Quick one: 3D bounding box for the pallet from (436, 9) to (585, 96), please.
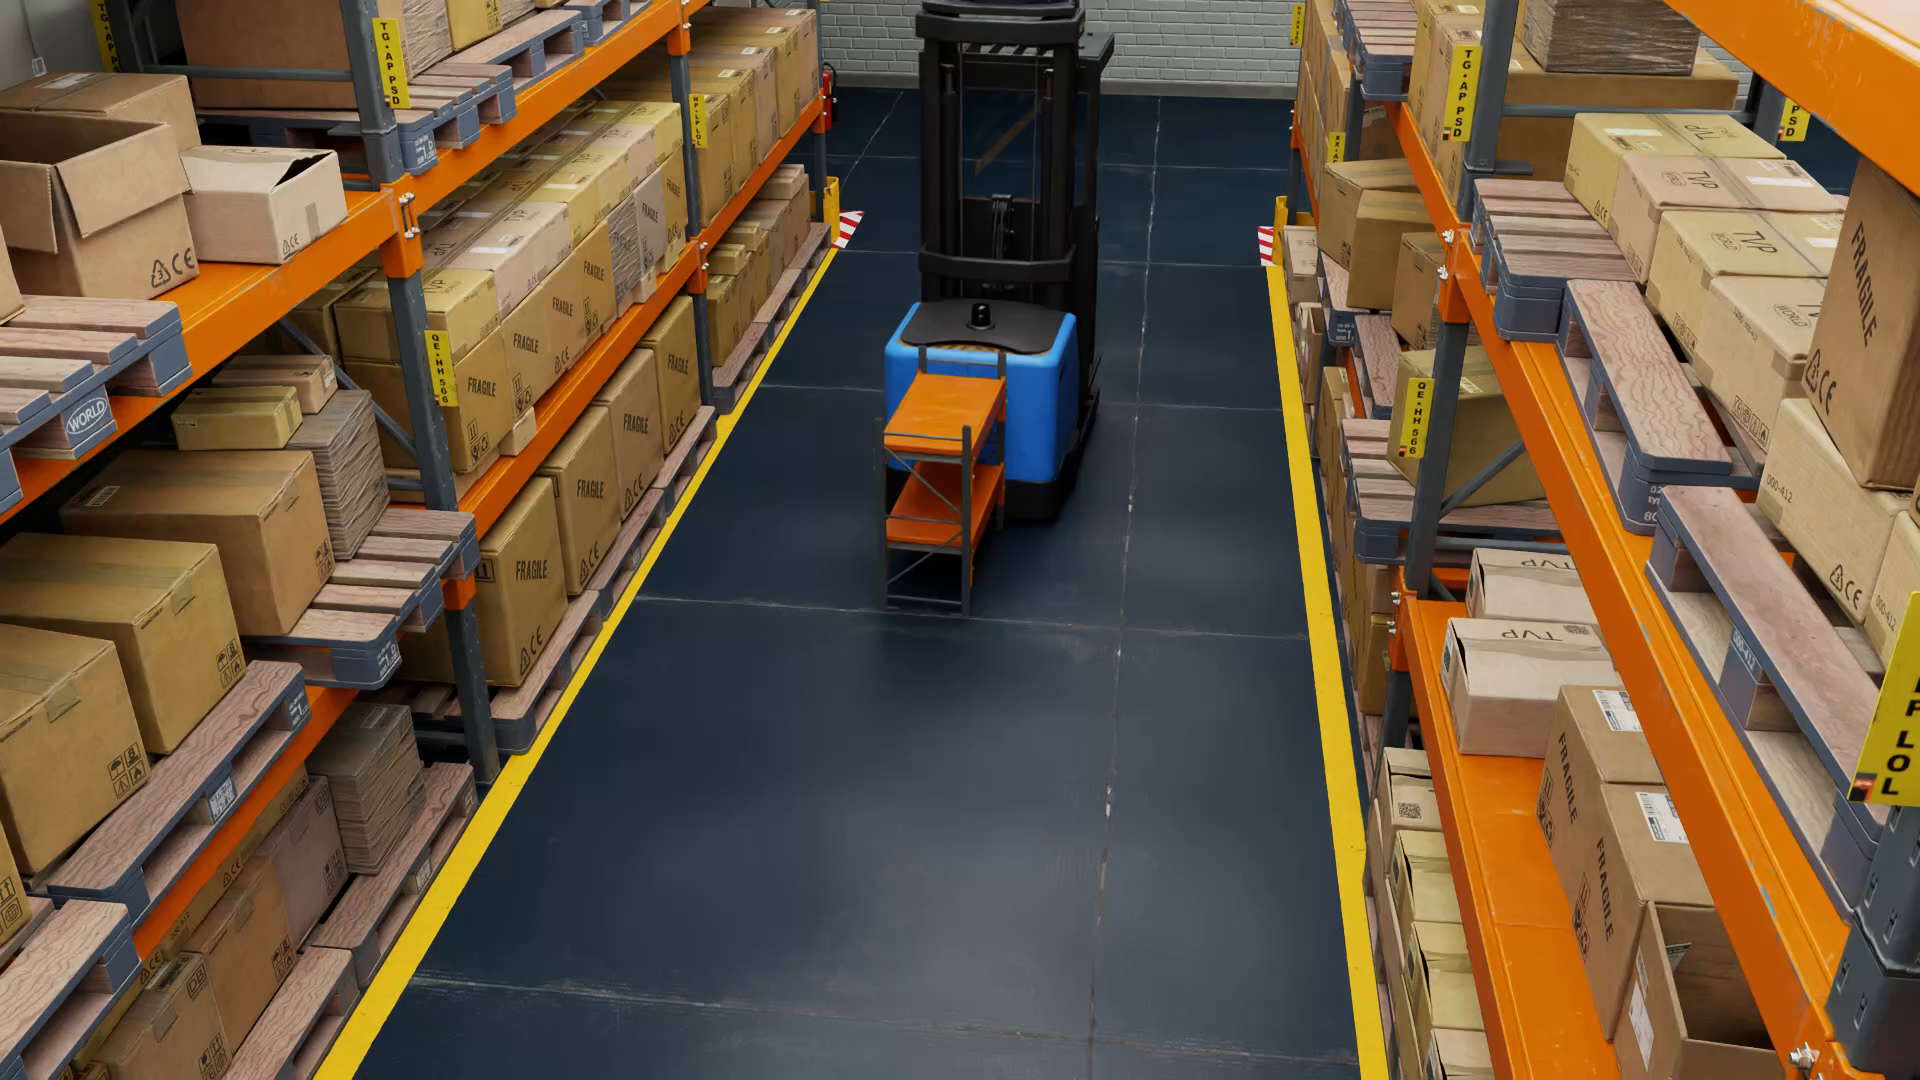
[{"bbox_3d":[-2.483,-2.315,7.920,1.003,0.211,1.213,5,29,9],"label":"pallet"}]

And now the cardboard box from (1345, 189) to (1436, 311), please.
[{"bbox_3d":[2.462,-1.533,8.884,0.700,0.500,0.500,8,29,14],"label":"cardboard box"}]

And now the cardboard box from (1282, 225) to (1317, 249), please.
[{"bbox_3d":[2.861,-2.486,13.743,0.380,0.149,0.250,3,28,6],"label":"cardboard box"}]

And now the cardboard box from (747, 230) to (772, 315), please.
[{"bbox_3d":[-1.830,-2.036,12.559,0.700,0.500,0.500,4,29,7],"label":"cardboard box"}]

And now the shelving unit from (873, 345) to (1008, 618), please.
[{"bbox_3d":[-0.090,-0.341,9.196,0.538,1.125,1.048,6,29,10],"label":"shelving unit"}]

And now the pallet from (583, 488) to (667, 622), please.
[{"bbox_3d":[-2.320,0.044,9.446,1.003,0.211,1.213,3,28,6],"label":"pallet"}]

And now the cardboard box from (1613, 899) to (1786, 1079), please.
[{"bbox_3d":[1.958,1.272,4.121,0.500,0.500,0.500,5,29,10],"label":"cardboard box"}]

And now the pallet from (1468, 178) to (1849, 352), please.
[{"bbox_3d":[2.279,-0.871,5.241,1.213,0.211,1.003,5,29,9],"label":"pallet"}]

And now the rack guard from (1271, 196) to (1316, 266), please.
[{"bbox_3d":[3.245,-2.588,14.027,1.175,0.500,0.348,3,28,6],"label":"rack guard"}]

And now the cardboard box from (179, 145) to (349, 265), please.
[{"bbox_3d":[-2.463,-1.180,5.688,0.500,0.311,0.500,3,28,6],"label":"cardboard box"}]

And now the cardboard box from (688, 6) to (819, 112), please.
[{"bbox_3d":[-1.716,-3.902,13.513,0.980,0.700,0.700,5,29,9],"label":"cardboard box"}]

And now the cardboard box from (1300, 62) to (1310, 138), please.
[{"bbox_3d":[2.880,-3.332,12.666,0.500,0.500,0.500,3,28,6],"label":"cardboard box"}]

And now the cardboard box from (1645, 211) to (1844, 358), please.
[{"bbox_3d":[2.146,-0.665,4.374,0.500,0.250,0.500,3,28,5],"label":"cardboard box"}]

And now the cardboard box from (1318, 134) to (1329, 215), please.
[{"bbox_3d":[2.632,-2.378,10.897,0.500,0.500,0.500,4,29,8],"label":"cardboard box"}]

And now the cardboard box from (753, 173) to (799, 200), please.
[{"bbox_3d":[-1.515,-2.854,13.393,0.380,0.149,0.250,4,29,8],"label":"cardboard box"}]

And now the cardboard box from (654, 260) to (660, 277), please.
[{"bbox_3d":[-1.997,-1.611,9.821,0.380,0.149,0.250,4,29,8],"label":"cardboard box"}]

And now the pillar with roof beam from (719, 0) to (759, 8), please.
[{"bbox_3d":[2.082,-7.722,14.596,9.100,9.000,0.400,3,28,6],"label":"pillar with roof beam"}]

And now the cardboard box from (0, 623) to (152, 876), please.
[{"bbox_3d":[-2.912,0.589,4.926,0.700,0.500,0.500,7,29,13],"label":"cardboard box"}]

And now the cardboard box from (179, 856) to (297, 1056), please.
[{"bbox_3d":[-2.891,1.475,6.020,0.700,0.500,0.500,3,28,6],"label":"cardboard box"}]

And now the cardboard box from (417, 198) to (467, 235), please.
[{"bbox_3d":[-2.712,-1.472,8.089,0.500,0.250,0.500,3,28,5],"label":"cardboard box"}]

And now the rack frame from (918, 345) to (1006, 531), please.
[{"bbox_3d":[0.011,-0.577,9.635,0.500,1.125,0.032,6,29,10],"label":"rack frame"}]

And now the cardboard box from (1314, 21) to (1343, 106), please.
[{"bbox_3d":[2.754,-3.294,11.542,0.500,0.500,0.500,3,28,6],"label":"cardboard box"}]

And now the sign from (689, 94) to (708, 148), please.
[{"bbox_3d":[-1.613,-2.575,10.230,0.100,0.325,0.005,3,28,6],"label":"sign"}]

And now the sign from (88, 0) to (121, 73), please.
[{"bbox_3d":[-3.193,-1.864,6.256,0.100,0.325,0.005,3,28,6],"label":"sign"}]

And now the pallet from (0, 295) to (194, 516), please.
[{"bbox_3d":[-2.828,-0.372,4.314,1.213,0.211,1.003,3,28,6],"label":"pallet"}]

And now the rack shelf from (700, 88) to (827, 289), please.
[{"bbox_3d":[-1.908,-2.752,12.454,1.077,0.370,4.000,3,28,6],"label":"rack shelf"}]

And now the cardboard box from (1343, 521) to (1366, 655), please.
[{"bbox_3d":[2.219,0.251,8.293,0.500,0.500,0.500,2,28,4],"label":"cardboard box"}]

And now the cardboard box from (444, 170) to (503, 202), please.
[{"bbox_3d":[-2.650,-1.712,8.534,0.500,0.250,0.500,3,28,5],"label":"cardboard box"}]

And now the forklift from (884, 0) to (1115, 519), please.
[{"bbox_3d":[0.345,-2.094,10.547,1.130,2.935,3.031,6,29,10],"label":"forklift"}]

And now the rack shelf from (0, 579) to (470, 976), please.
[{"bbox_3d":[-2.888,1.014,5.465,1.077,0.370,4.000,3,28,6],"label":"rack shelf"}]

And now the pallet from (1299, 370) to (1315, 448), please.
[{"bbox_3d":[2.849,-0.937,11.267,1.003,0.211,1.213,3,28,6],"label":"pallet"}]

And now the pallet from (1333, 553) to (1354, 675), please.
[{"bbox_3d":[2.555,0.347,8.883,1.003,0.211,1.213,3,28,6],"label":"pallet"}]

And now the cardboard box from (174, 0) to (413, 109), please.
[{"bbox_3d":[-2.642,-2.030,6.624,0.700,0.500,0.500,1,28,2],"label":"cardboard box"}]

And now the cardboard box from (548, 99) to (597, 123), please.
[{"bbox_3d":[-2.468,-2.440,9.886,0.500,0.250,0.500,4,29,8],"label":"cardboard box"}]

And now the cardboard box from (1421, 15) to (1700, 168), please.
[{"bbox_3d":[2.356,-1.770,6.606,0.910,0.500,0.500,3,28,6],"label":"cardboard box"}]

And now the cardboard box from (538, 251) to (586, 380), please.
[{"bbox_3d":[-2.194,-1.122,8.229,0.500,0.500,0.500,3,28,6],"label":"cardboard box"}]

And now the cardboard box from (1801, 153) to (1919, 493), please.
[{"bbox_3d":[1.945,-0.403,3.097,0.500,0.500,0.500,6,29,11],"label":"cardboard box"}]

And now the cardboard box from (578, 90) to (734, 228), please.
[{"bbox_3d":[-2.070,-2.514,10.937,0.980,0.700,0.700,4,29,7],"label":"cardboard box"}]

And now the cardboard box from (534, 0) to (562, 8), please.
[{"bbox_3d":[-2.374,-3.012,8.446,0.700,0.500,0.500,3,28,5],"label":"cardboard box"}]

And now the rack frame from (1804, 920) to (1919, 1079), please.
[{"bbox_3d":[1.784,1.924,3.015,1.000,3.000,0.127,3,28,6],"label":"rack frame"}]

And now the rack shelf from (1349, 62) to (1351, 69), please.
[{"bbox_3d":[3.009,-3.787,11.212,1.077,0.370,4.000,3,28,6],"label":"rack shelf"}]

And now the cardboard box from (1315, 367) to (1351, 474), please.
[{"bbox_3d":[2.463,-0.721,10.097,0.500,0.500,0.500,2,28,4],"label":"cardboard box"}]

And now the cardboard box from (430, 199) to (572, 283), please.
[{"bbox_3d":[-2.209,-1.446,8.040,0.500,0.250,0.500,4,29,7],"label":"cardboard box"}]

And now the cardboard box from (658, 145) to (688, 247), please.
[{"bbox_3d":[-1.959,-2.079,10.007,0.500,0.500,0.500,3,28,5],"label":"cardboard box"}]

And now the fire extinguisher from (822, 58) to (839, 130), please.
[{"bbox_3d":[-1.186,-3.856,14.220,0.296,0.674,0.183,3,28,6],"label":"fire extinguisher"}]

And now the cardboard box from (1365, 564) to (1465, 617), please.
[{"bbox_3d":[2.158,0.138,7.713,0.500,0.250,0.500,4,29,8],"label":"cardboard box"}]

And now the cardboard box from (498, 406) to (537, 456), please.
[{"bbox_3d":[-2.217,-0.523,7.801,0.380,0.149,0.250,4,29,8],"label":"cardboard box"}]

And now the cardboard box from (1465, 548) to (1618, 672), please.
[{"bbox_3d":[2.186,0.249,6.218,0.500,0.311,0.500,5,29,9],"label":"cardboard box"}]

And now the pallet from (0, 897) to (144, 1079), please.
[{"bbox_3d":[-2.895,1.371,4.244,1.003,0.211,1.213,3,28,6],"label":"pallet"}]

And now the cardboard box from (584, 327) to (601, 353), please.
[{"bbox_3d":[-2.157,-1.130,8.929,0.380,0.149,0.250,4,29,8],"label":"cardboard box"}]

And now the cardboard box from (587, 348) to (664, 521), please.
[{"bbox_3d":[-2.210,-0.634,9.588,0.750,0.750,0.750,4,29,8],"label":"cardboard box"}]

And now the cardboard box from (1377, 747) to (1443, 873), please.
[{"bbox_3d":[1.918,1.050,6.504,0.500,0.311,0.500,4,29,8],"label":"cardboard box"}]

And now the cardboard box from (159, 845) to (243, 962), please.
[{"bbox_3d":[-2.870,1.181,5.776,0.500,0.250,0.500,3,28,6],"label":"cardboard box"}]

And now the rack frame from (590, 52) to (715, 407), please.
[{"bbox_3d":[-2.153,-2.127,10.536,1.000,3.000,0.127,3,28,6],"label":"rack frame"}]

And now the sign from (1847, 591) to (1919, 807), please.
[{"bbox_3d":[1.244,0.211,2.157,0.100,0.325,0.005,3,28,6],"label":"sign"}]

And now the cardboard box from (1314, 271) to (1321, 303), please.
[{"bbox_3d":[2.989,-1.821,12.135,0.797,0.503,0.637,3,28,6],"label":"cardboard box"}]
